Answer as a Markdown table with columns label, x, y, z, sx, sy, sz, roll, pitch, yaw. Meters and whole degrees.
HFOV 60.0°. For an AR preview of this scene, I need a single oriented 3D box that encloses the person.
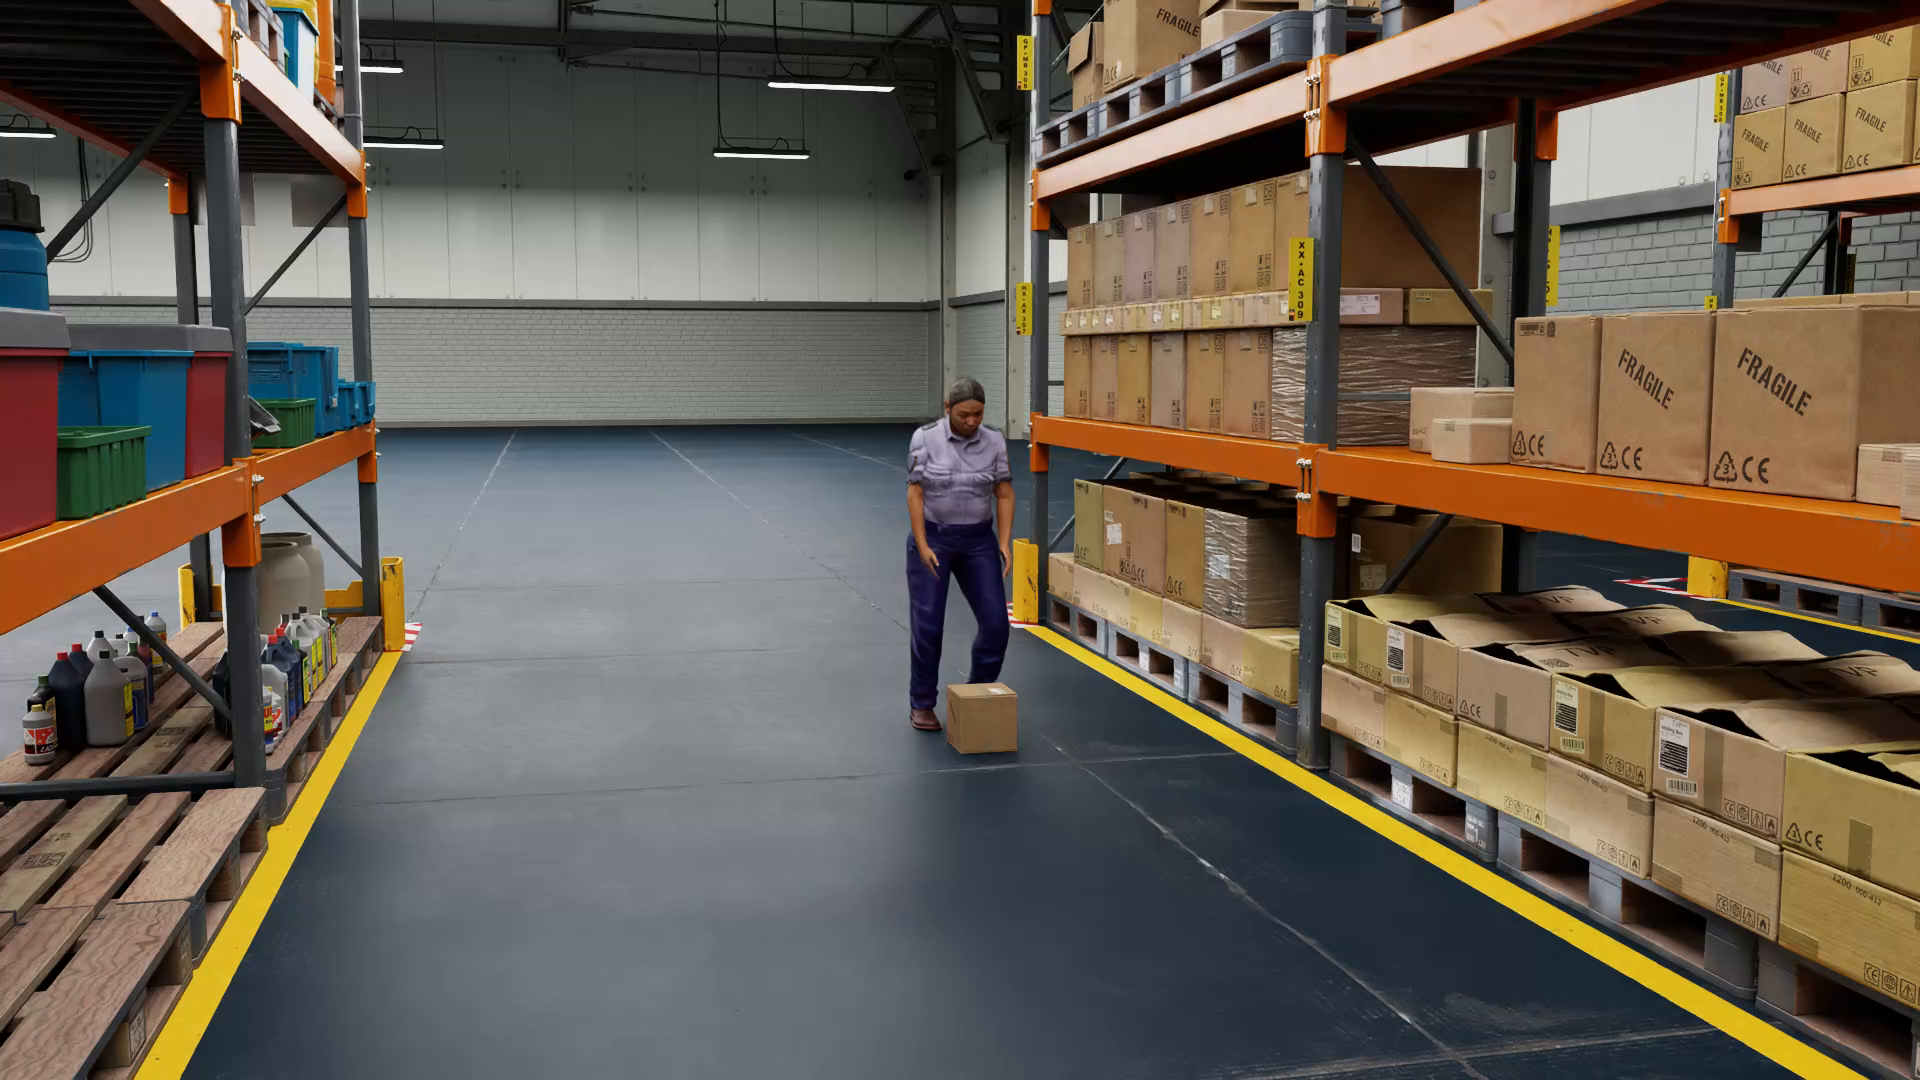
| label | x | y | z | sx | sy | sz | roll | pitch | yaw |
| --- | --- | --- | --- | --- | --- | --- | --- | --- | --- |
| person | 0.014 | 0.144 | 7.537 | 0.532 | 1.421 | 0.616 | -1 | 6 | -13 |
